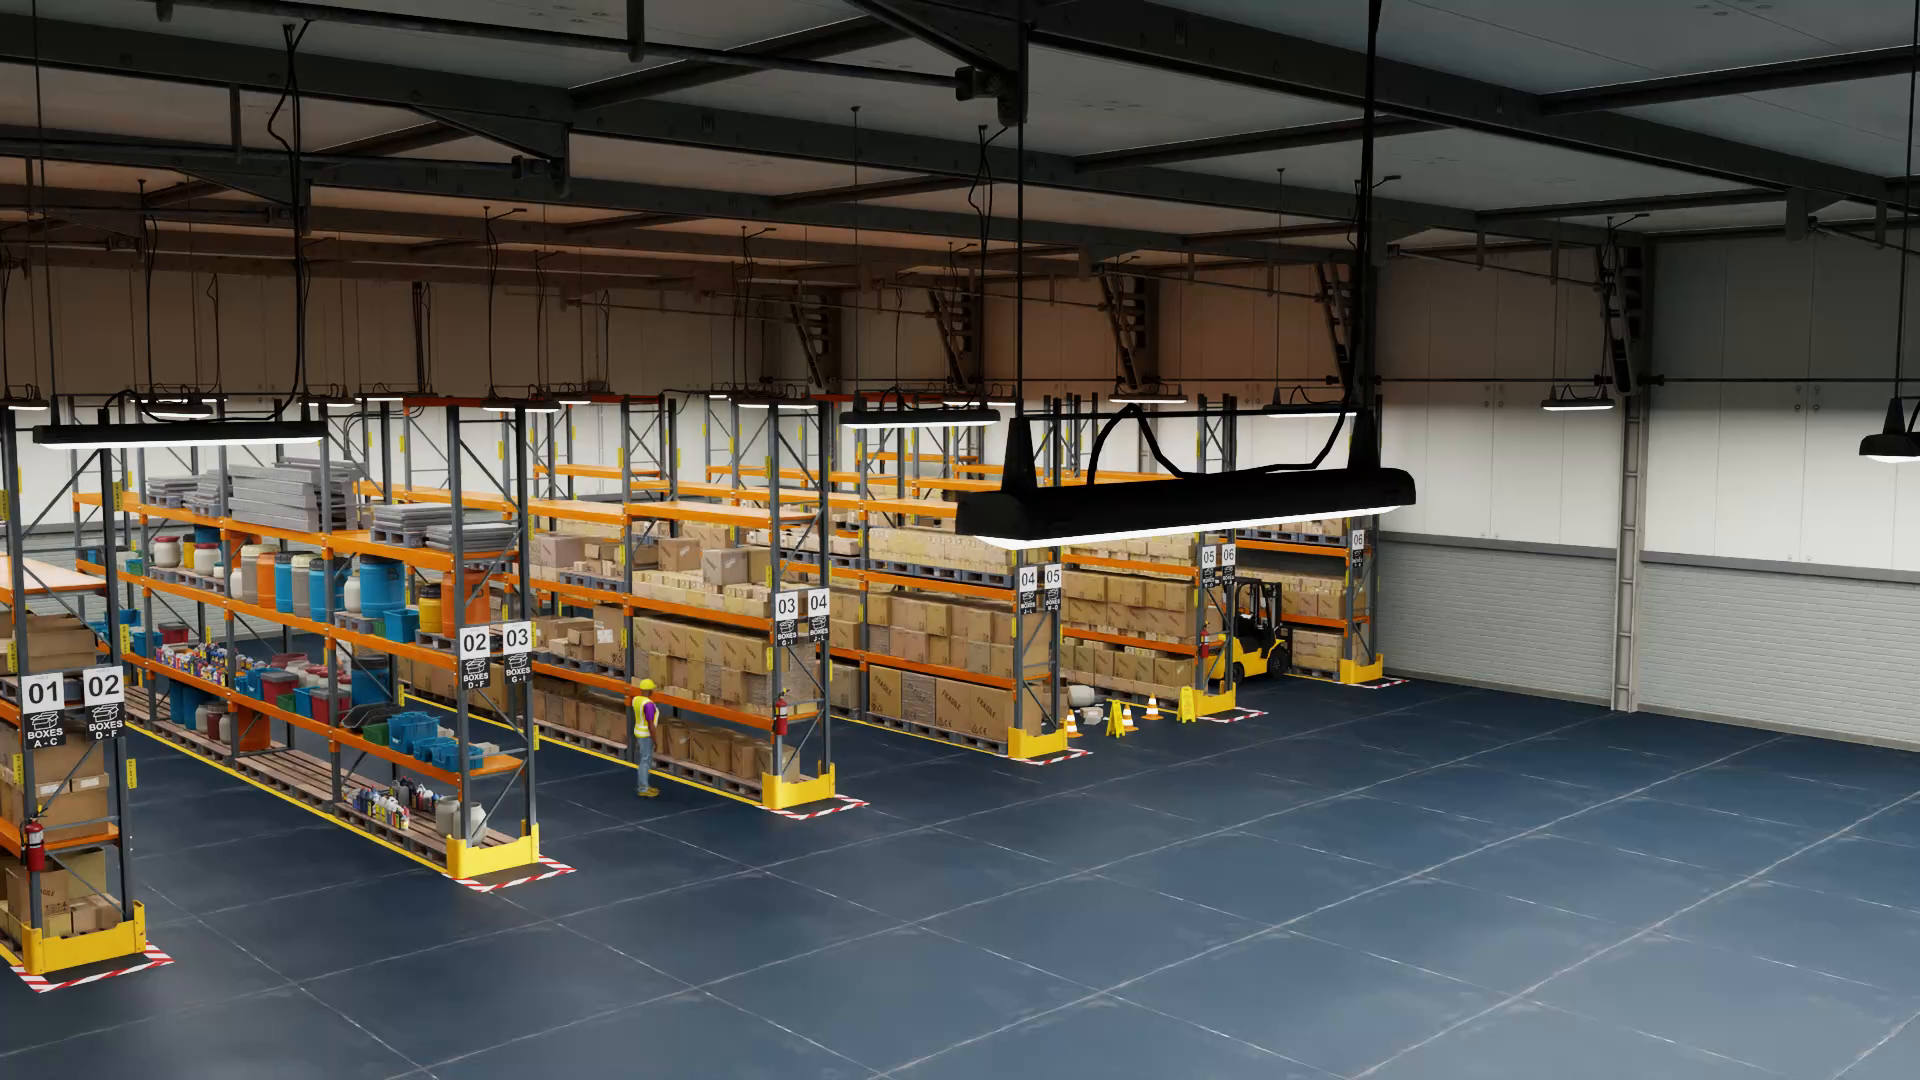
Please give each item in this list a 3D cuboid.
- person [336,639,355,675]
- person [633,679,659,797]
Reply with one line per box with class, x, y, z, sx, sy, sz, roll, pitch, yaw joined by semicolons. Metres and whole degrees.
person;-12.188;2.360;32.761;0.487;1.623;0.929;-4;7;-37
person;-4.780;2.996;25.348;0.372;1.779;0.616;-2;6;-19
